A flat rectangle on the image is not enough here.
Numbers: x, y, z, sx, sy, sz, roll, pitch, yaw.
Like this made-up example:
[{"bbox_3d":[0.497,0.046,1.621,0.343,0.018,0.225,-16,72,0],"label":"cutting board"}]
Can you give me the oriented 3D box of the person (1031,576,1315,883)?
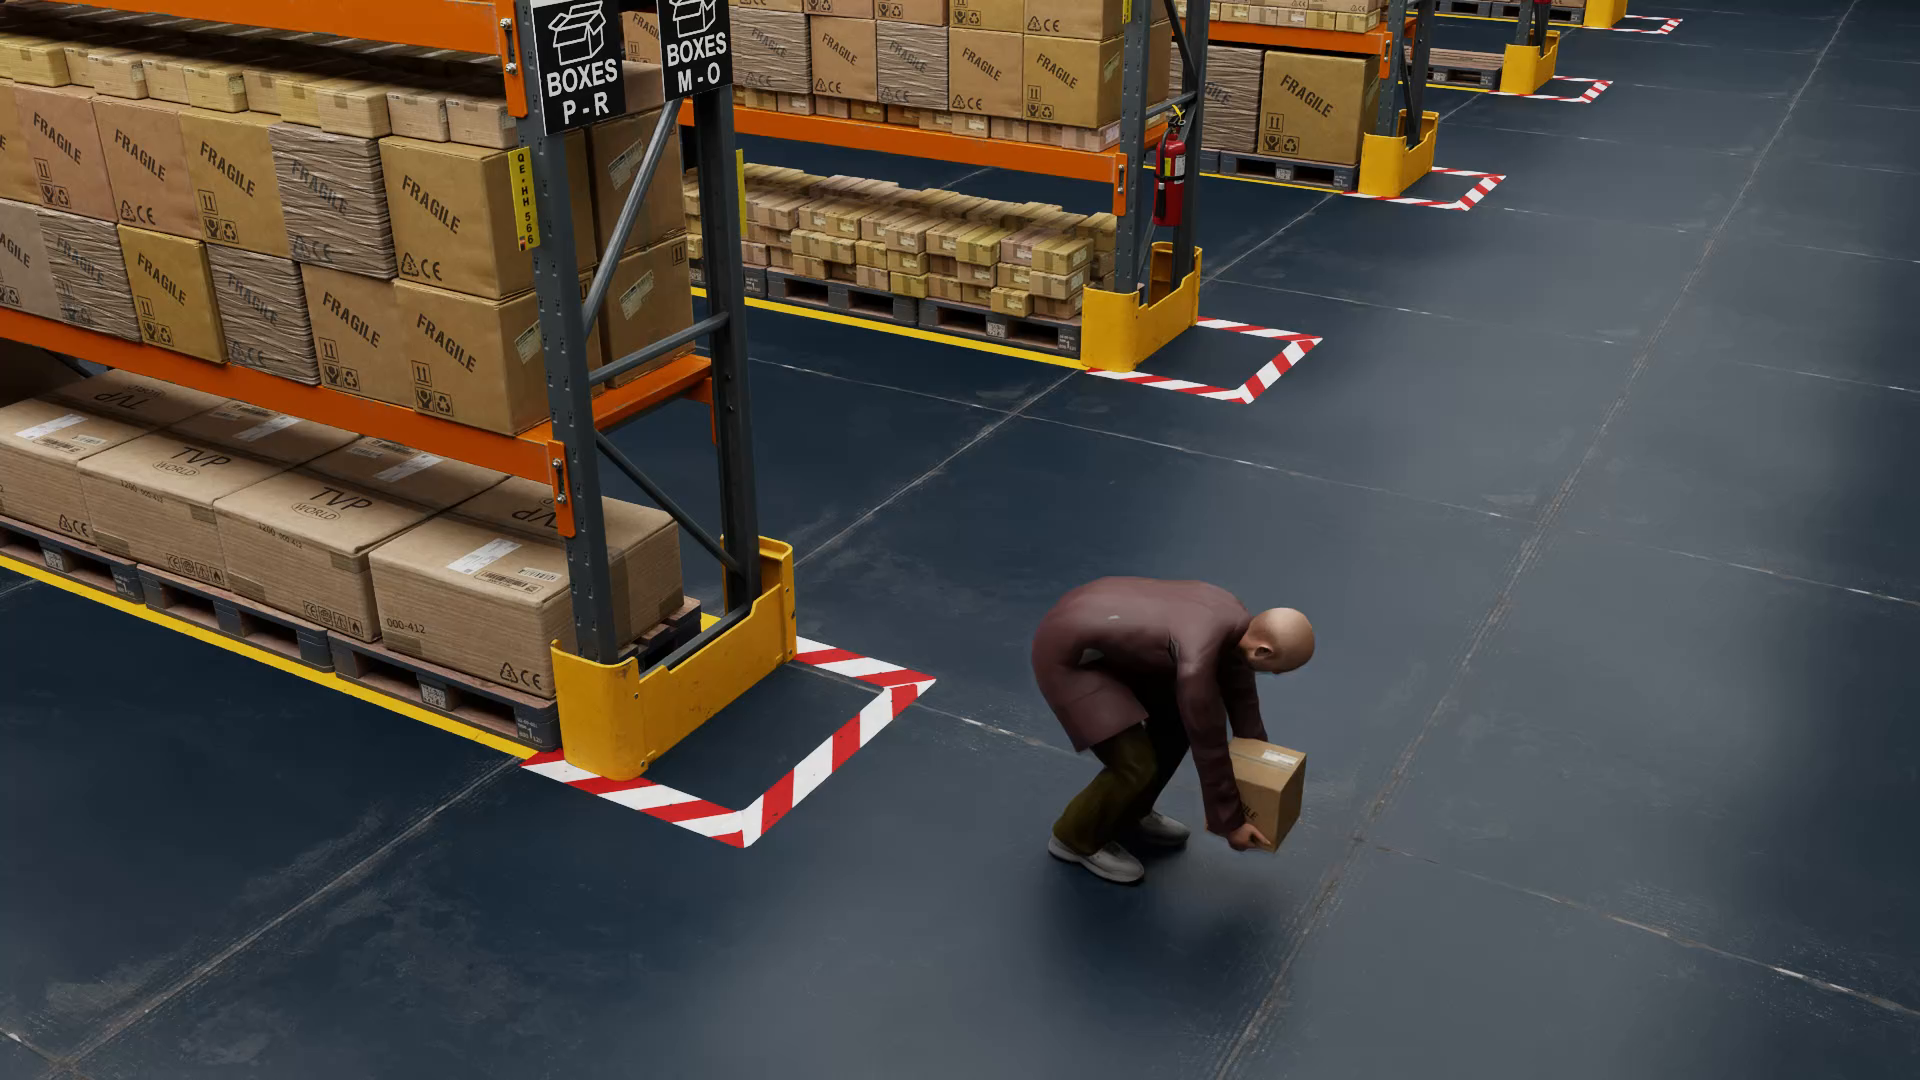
[{"bbox_3d":[0.690,0.646,5.618,0.941,1.069,0.582,13,29,24],"label":"person"}]
